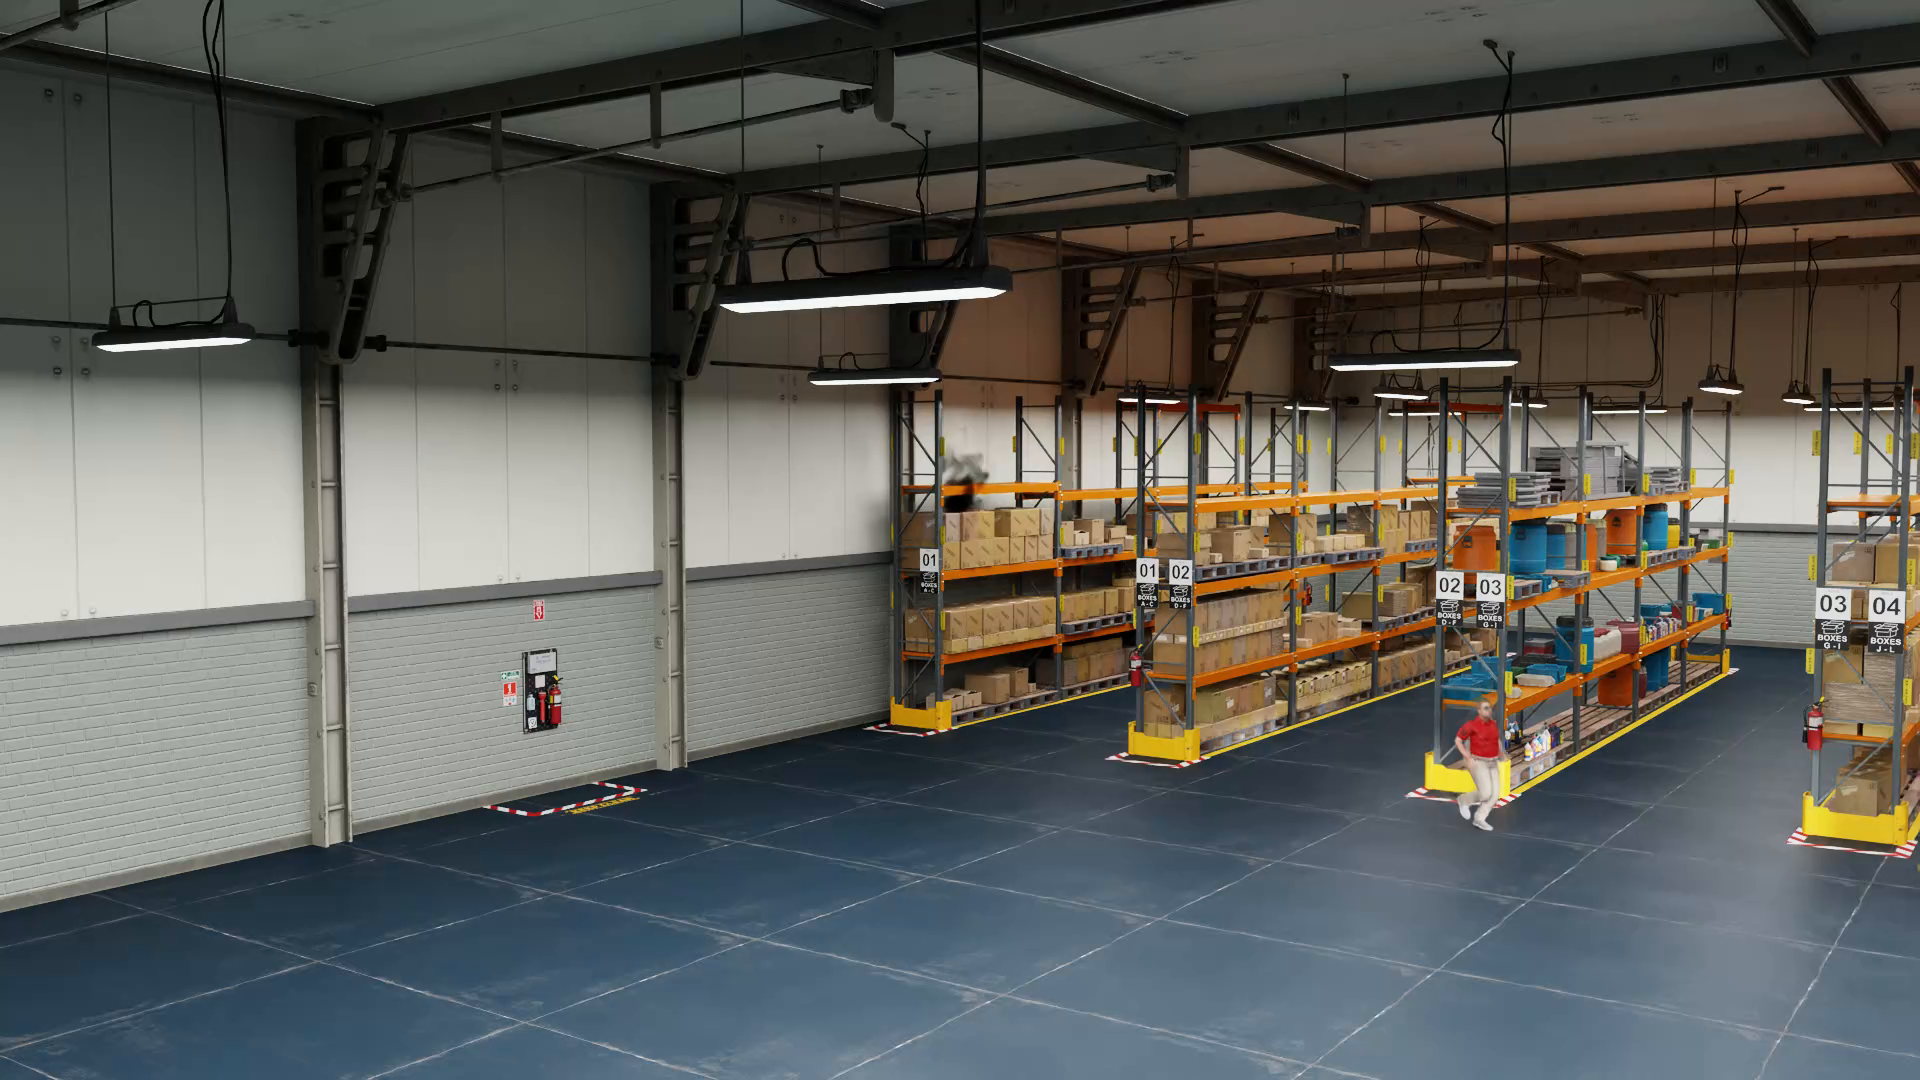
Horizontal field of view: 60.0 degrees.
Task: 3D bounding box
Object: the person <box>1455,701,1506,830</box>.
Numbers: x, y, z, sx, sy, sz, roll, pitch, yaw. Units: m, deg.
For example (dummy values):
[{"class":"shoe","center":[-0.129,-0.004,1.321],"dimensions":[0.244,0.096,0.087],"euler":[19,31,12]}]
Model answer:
[{"class":"person","center":[6.851,2.946,21.764],"dimensions":[0.665,1.687,0.600],"euler":[-2,4,-26]}]
